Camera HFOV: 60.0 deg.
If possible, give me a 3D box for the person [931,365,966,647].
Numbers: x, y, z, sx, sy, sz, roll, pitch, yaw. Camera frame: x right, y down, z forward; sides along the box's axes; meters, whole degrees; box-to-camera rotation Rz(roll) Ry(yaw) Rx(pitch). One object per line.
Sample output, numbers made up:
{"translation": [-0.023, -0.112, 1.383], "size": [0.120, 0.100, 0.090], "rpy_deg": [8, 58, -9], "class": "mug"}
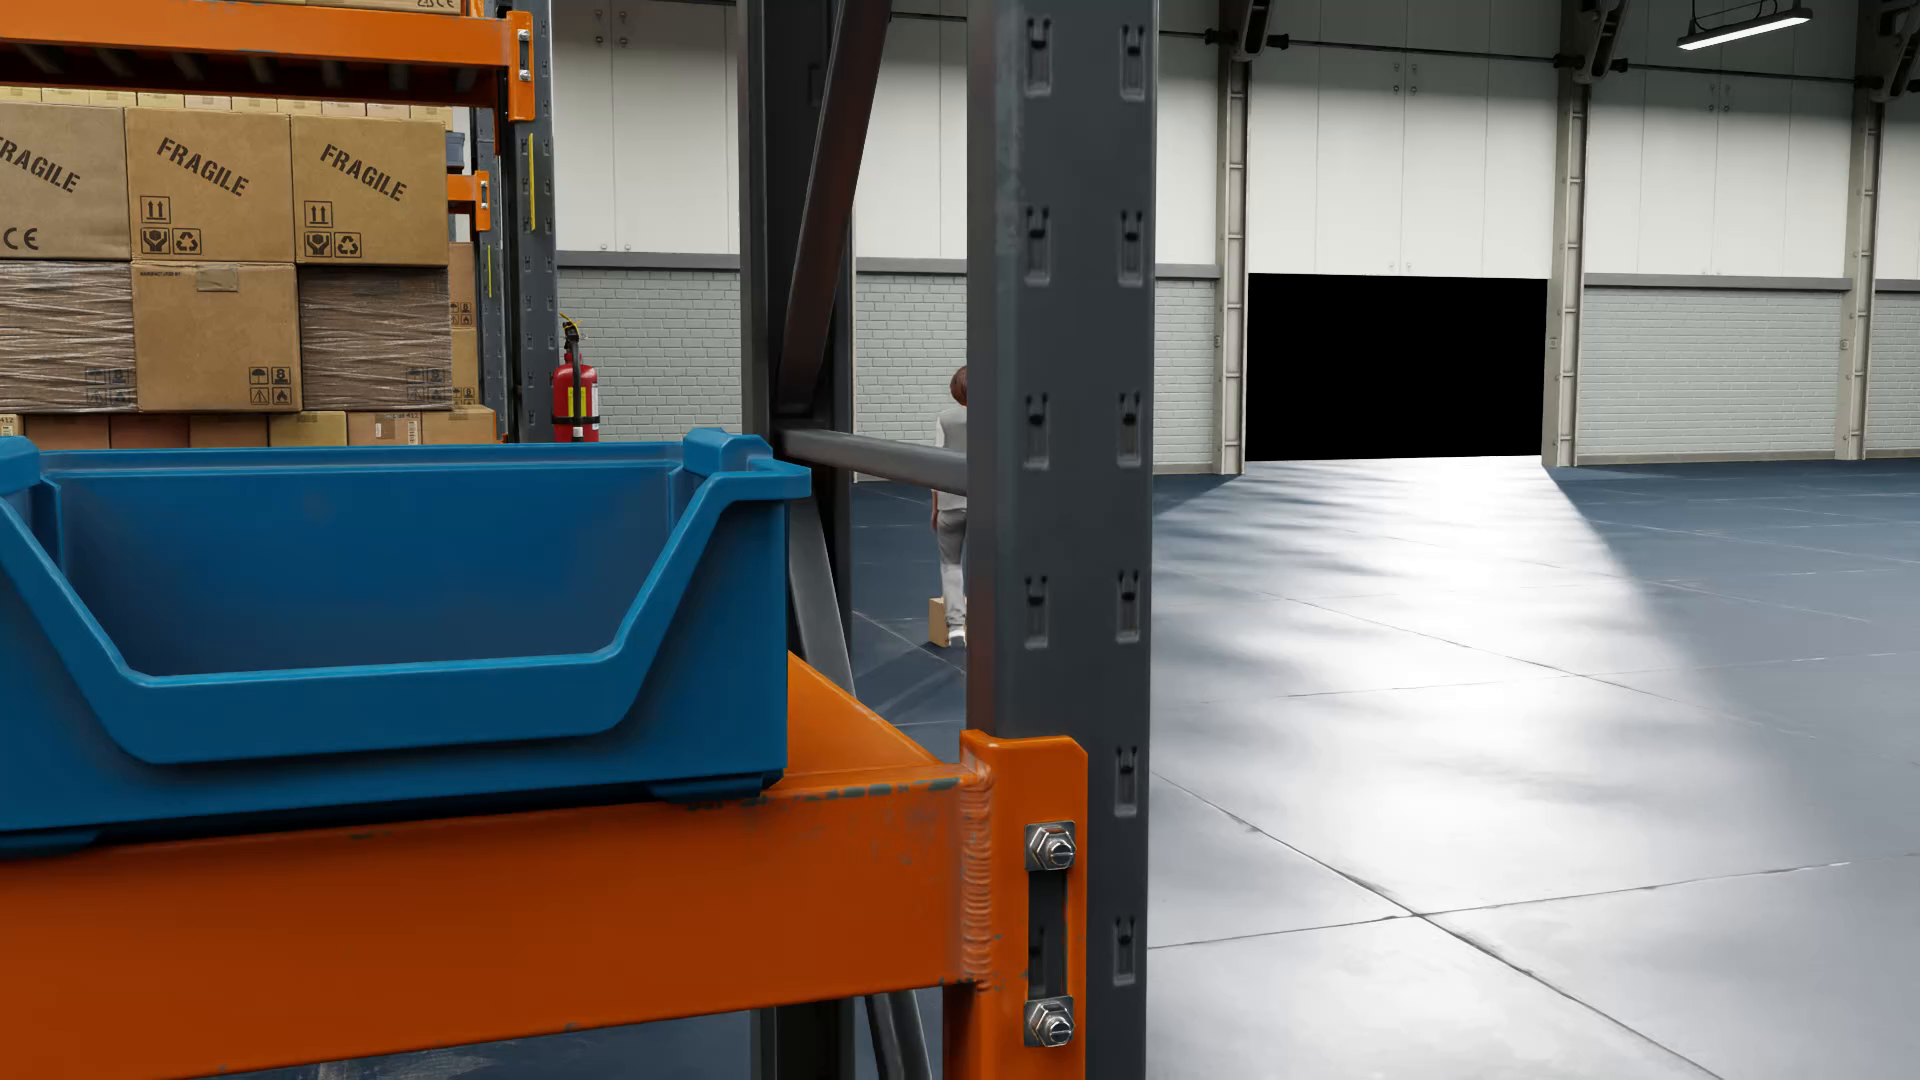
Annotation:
{"translation": [0.053, -0.147, 9.024], "size": [0.436, 1.603, 0.394], "rpy_deg": [1, 6, 6], "class": "person"}
